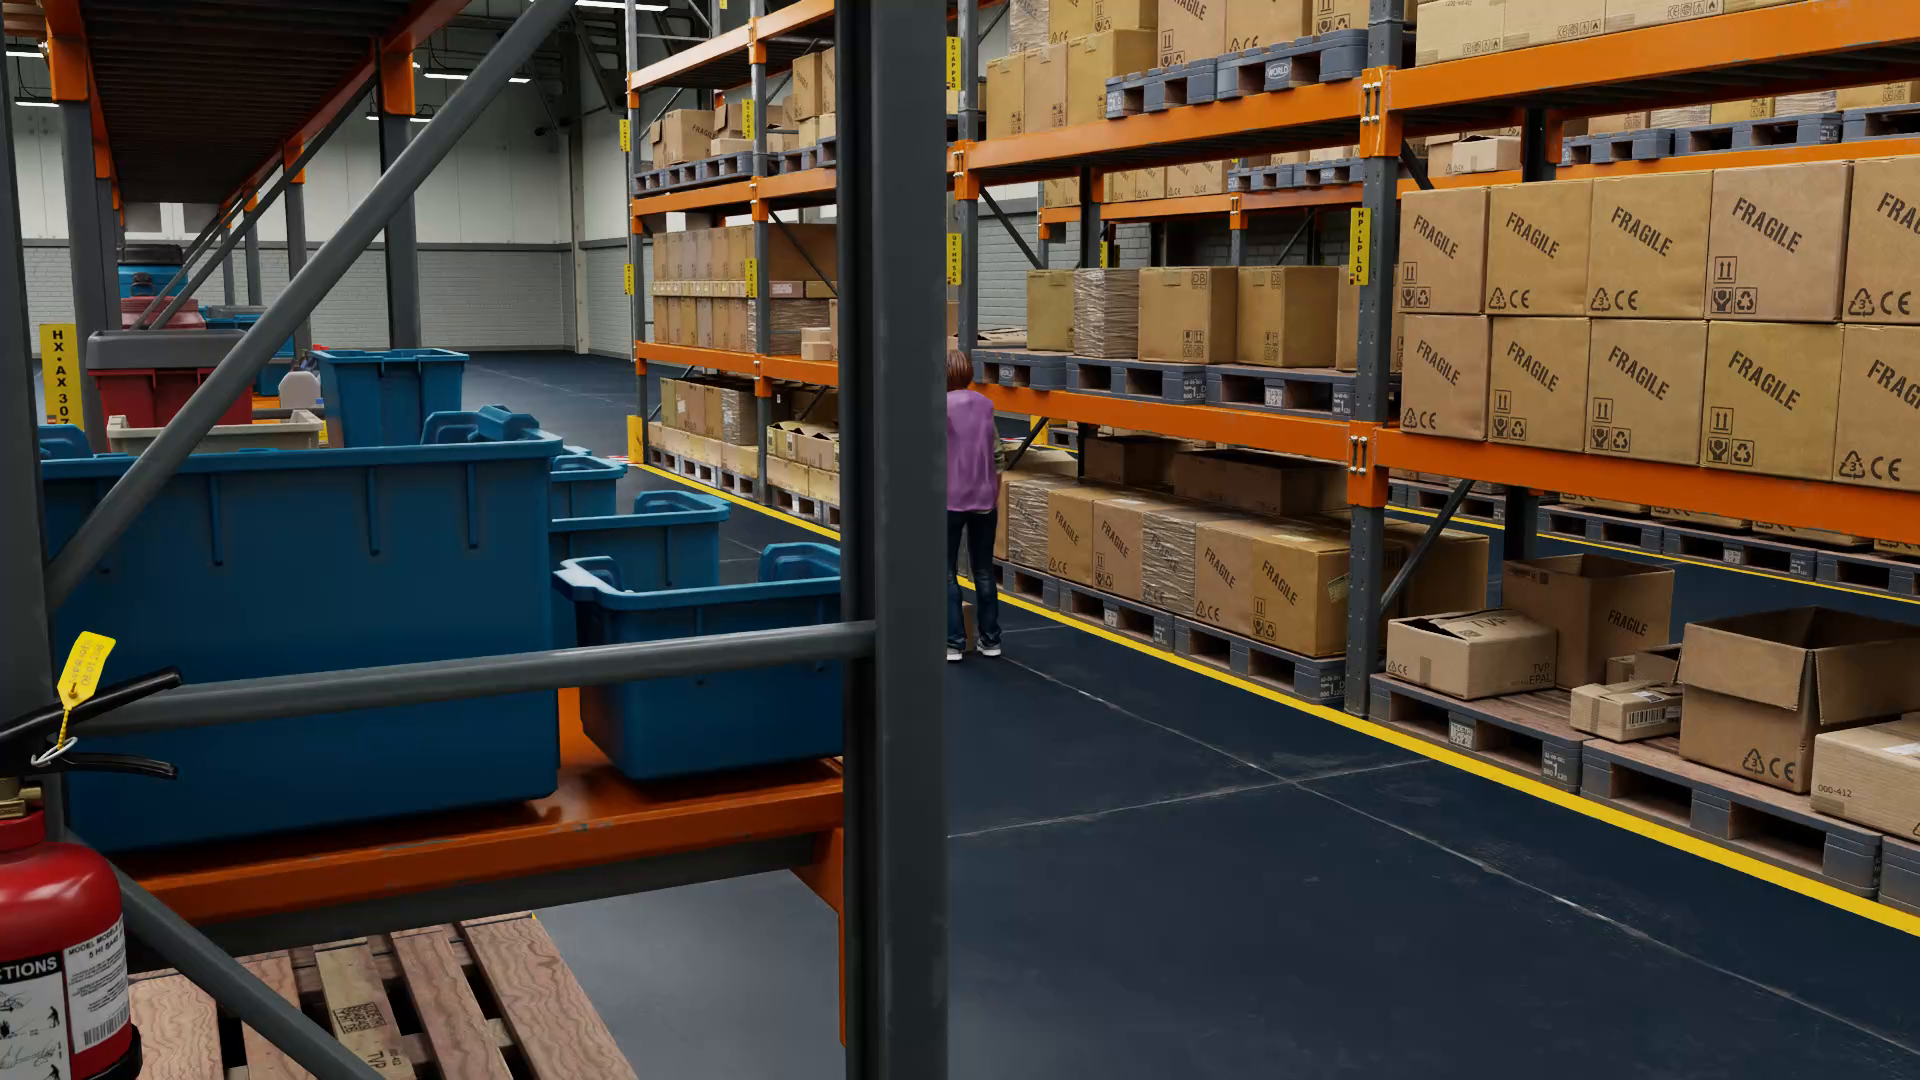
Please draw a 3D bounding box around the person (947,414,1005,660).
[{"bbox_3d":[0.012,-0.057,8.552,0.469,1.352,0.318,-4,10,-27],"label":"person"}]
